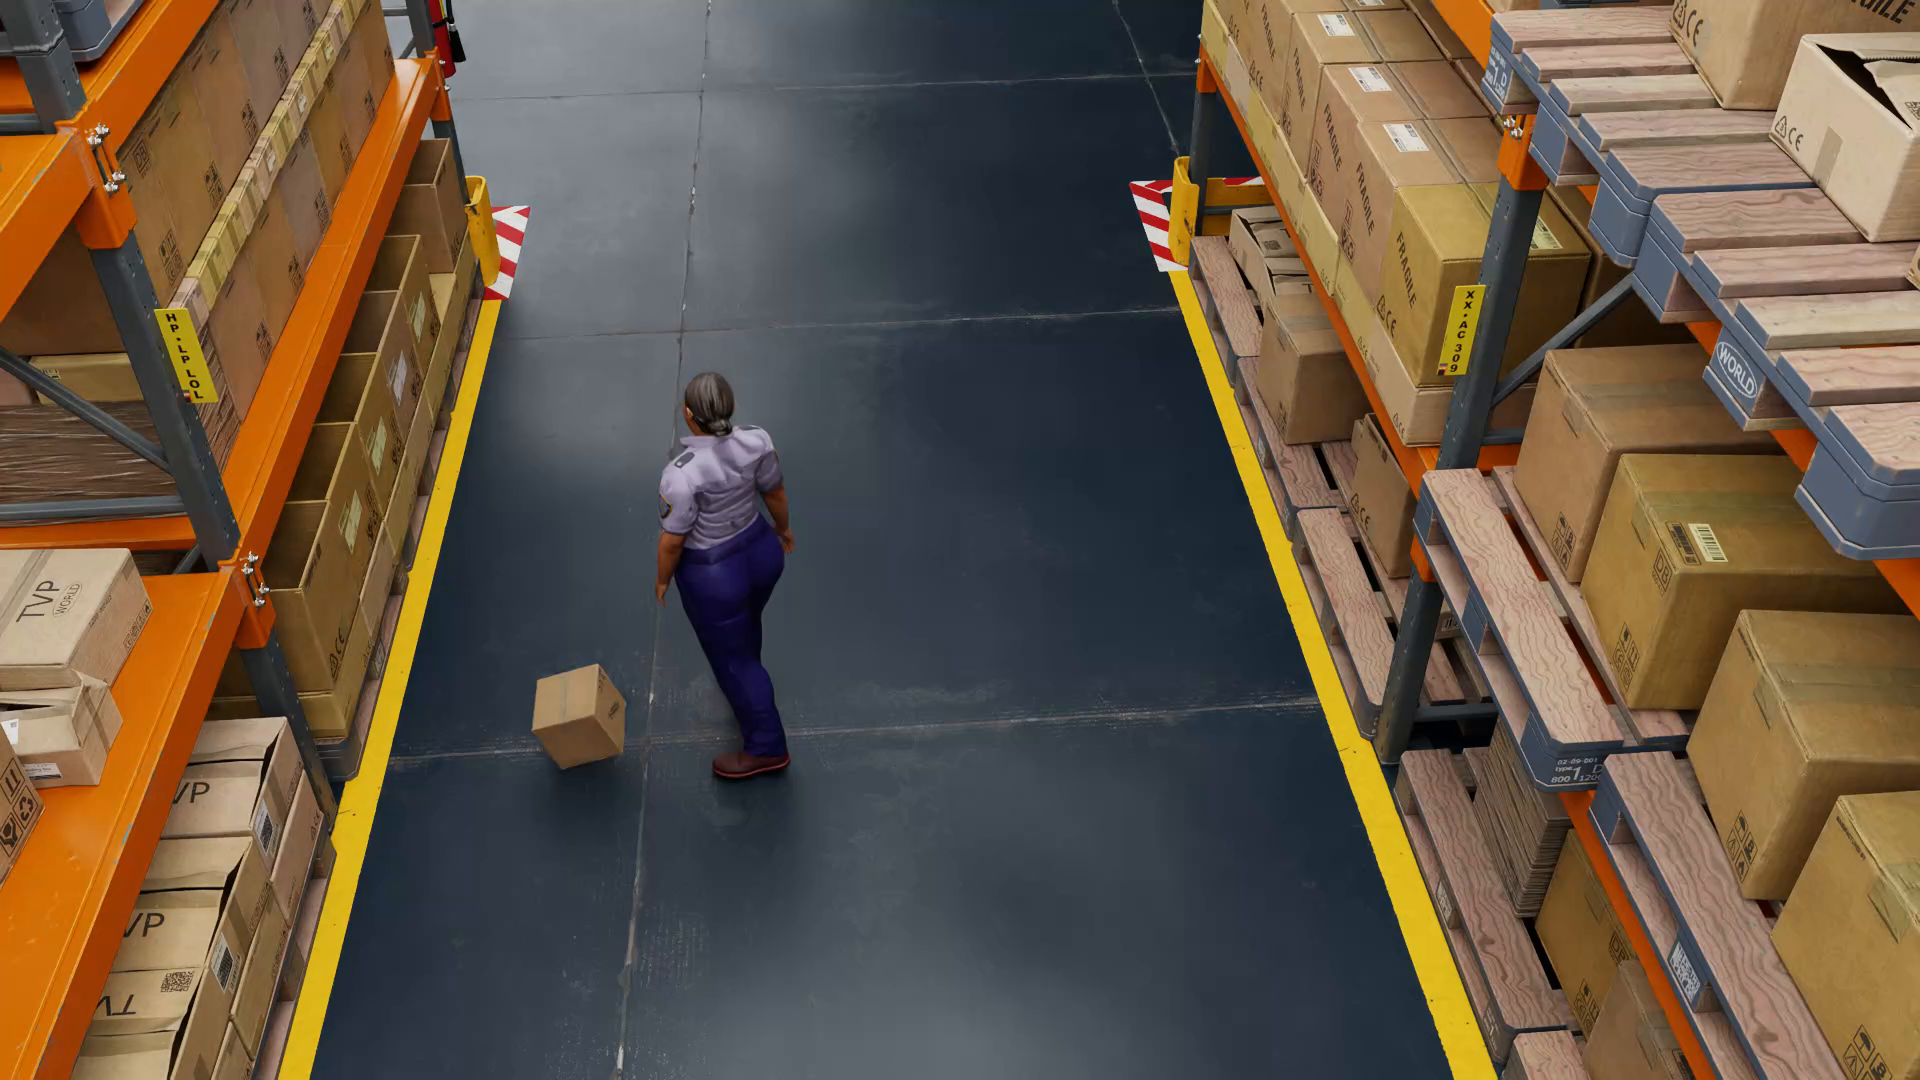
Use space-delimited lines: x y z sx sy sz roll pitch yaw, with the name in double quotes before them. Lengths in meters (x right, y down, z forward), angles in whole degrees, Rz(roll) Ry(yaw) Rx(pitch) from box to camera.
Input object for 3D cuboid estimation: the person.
"person" -0.832 0.083 6.064 0.630 1.640 0.594 28 47 30
